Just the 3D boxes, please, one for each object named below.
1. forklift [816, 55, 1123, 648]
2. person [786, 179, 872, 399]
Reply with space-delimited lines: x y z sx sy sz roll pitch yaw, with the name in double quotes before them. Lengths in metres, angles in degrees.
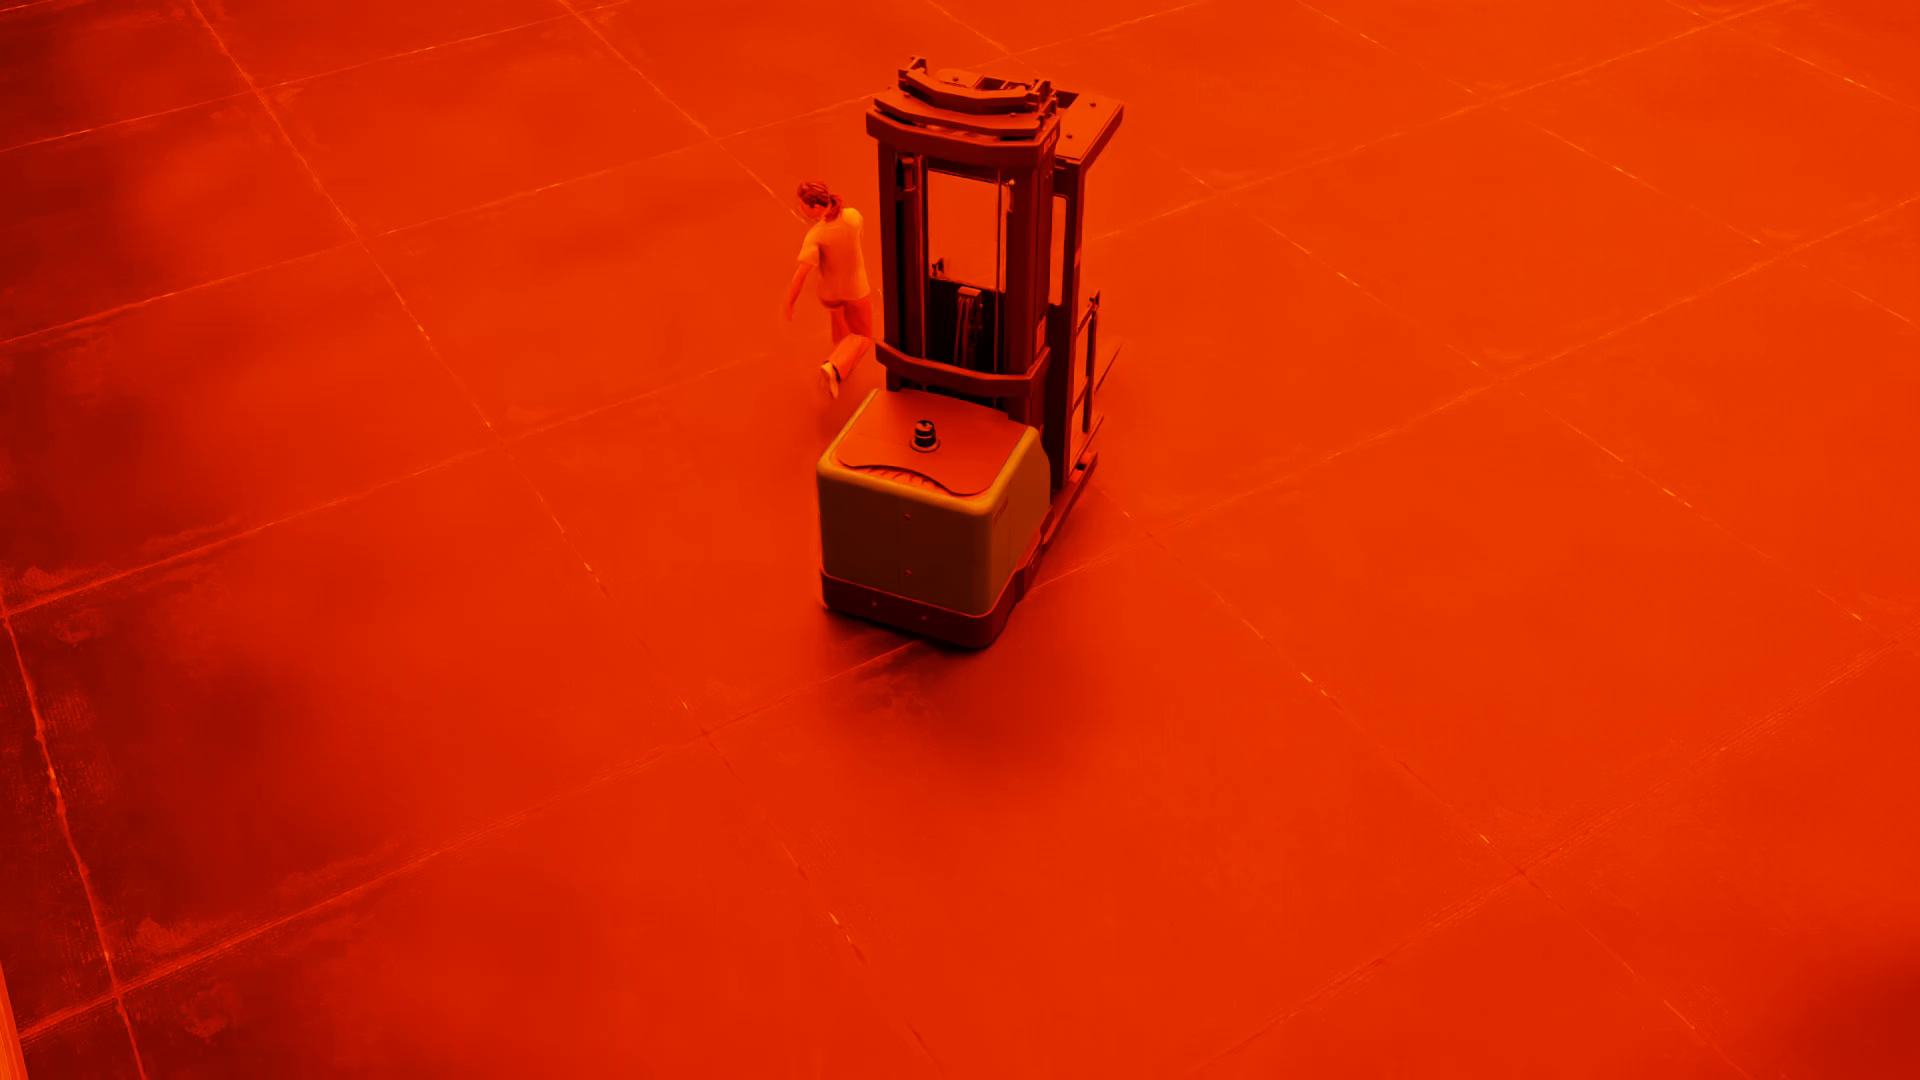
"forklift" 0.227 -1.477 9.561 1.130 2.935 3.031 15 43 16
"person" -0.866 -1.668 10.937 0.557 1.452 0.827 -2 41 -3
